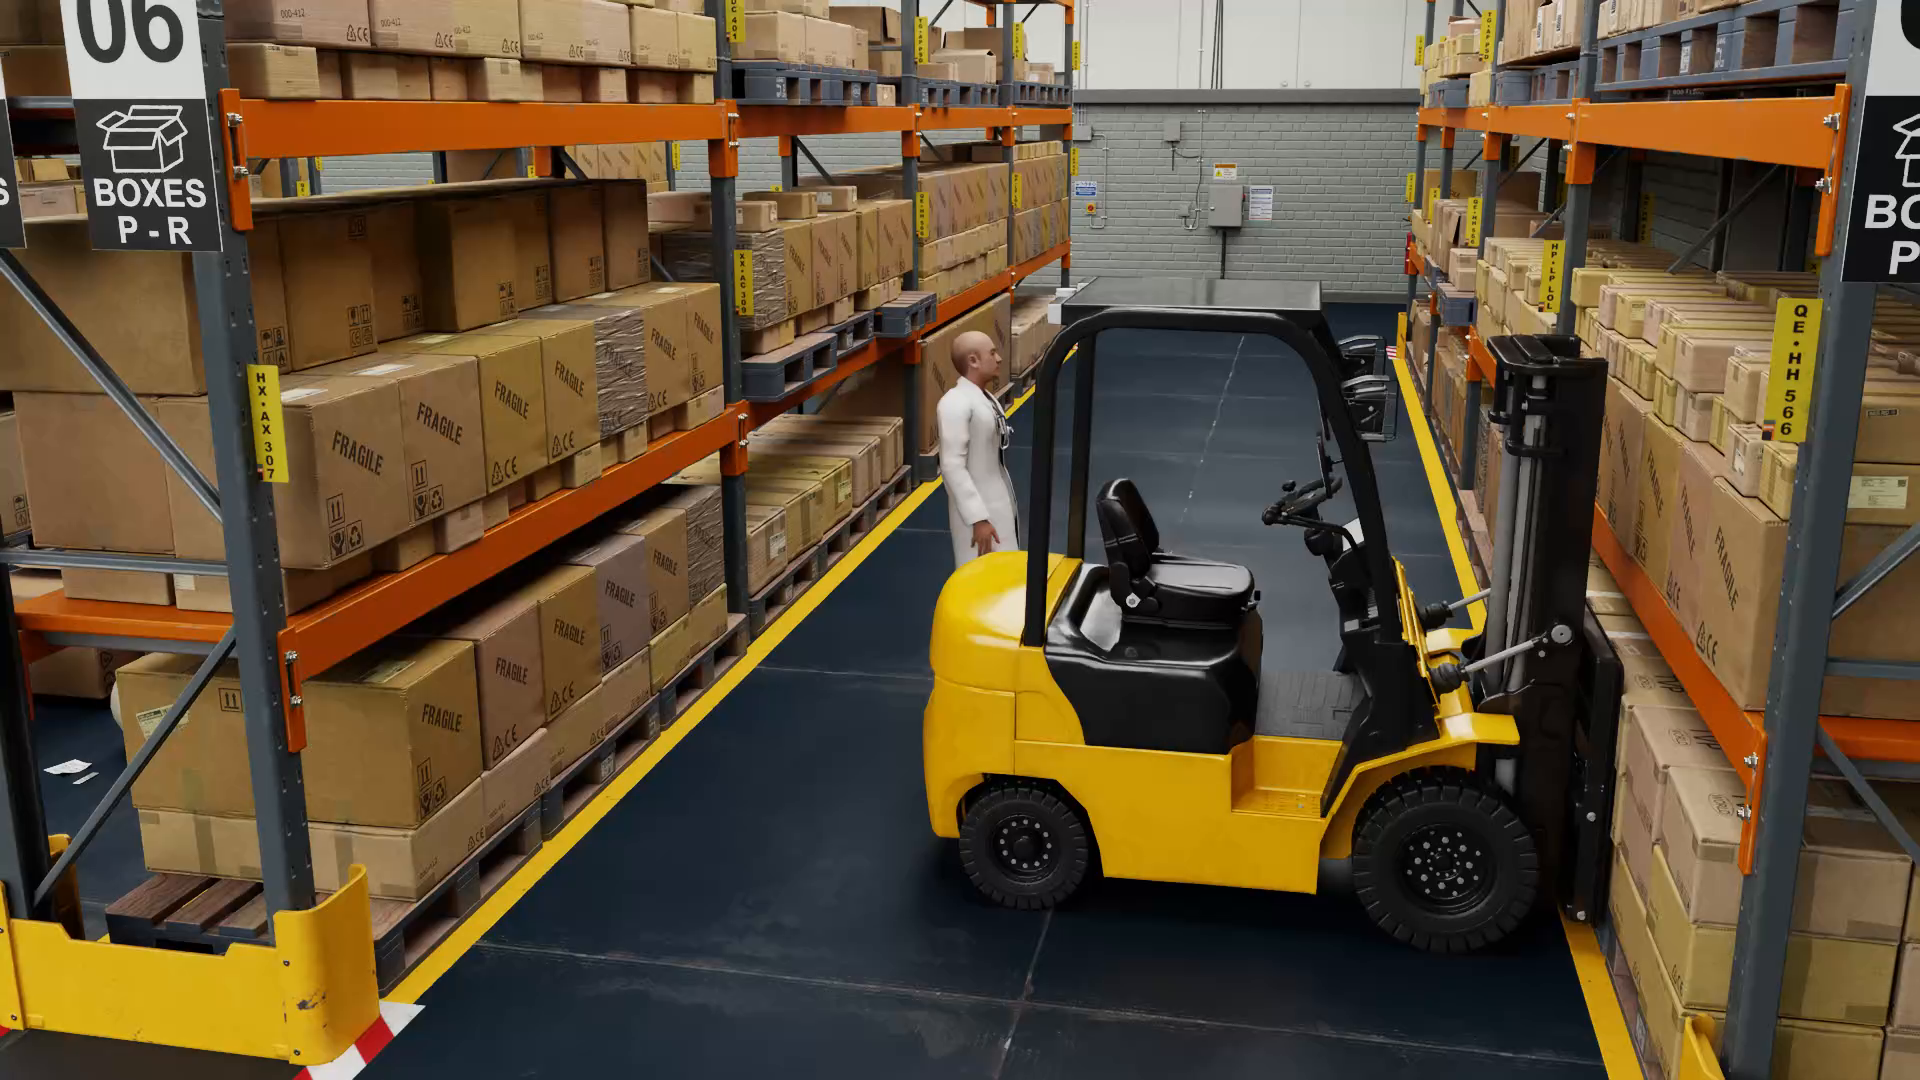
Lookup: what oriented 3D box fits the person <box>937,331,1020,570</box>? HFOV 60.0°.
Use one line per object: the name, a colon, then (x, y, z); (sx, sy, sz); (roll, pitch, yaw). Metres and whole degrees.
person: (0.205, -0.087, 7.842); (0.582, 1.776, 0.695); (3, 15, 11)
